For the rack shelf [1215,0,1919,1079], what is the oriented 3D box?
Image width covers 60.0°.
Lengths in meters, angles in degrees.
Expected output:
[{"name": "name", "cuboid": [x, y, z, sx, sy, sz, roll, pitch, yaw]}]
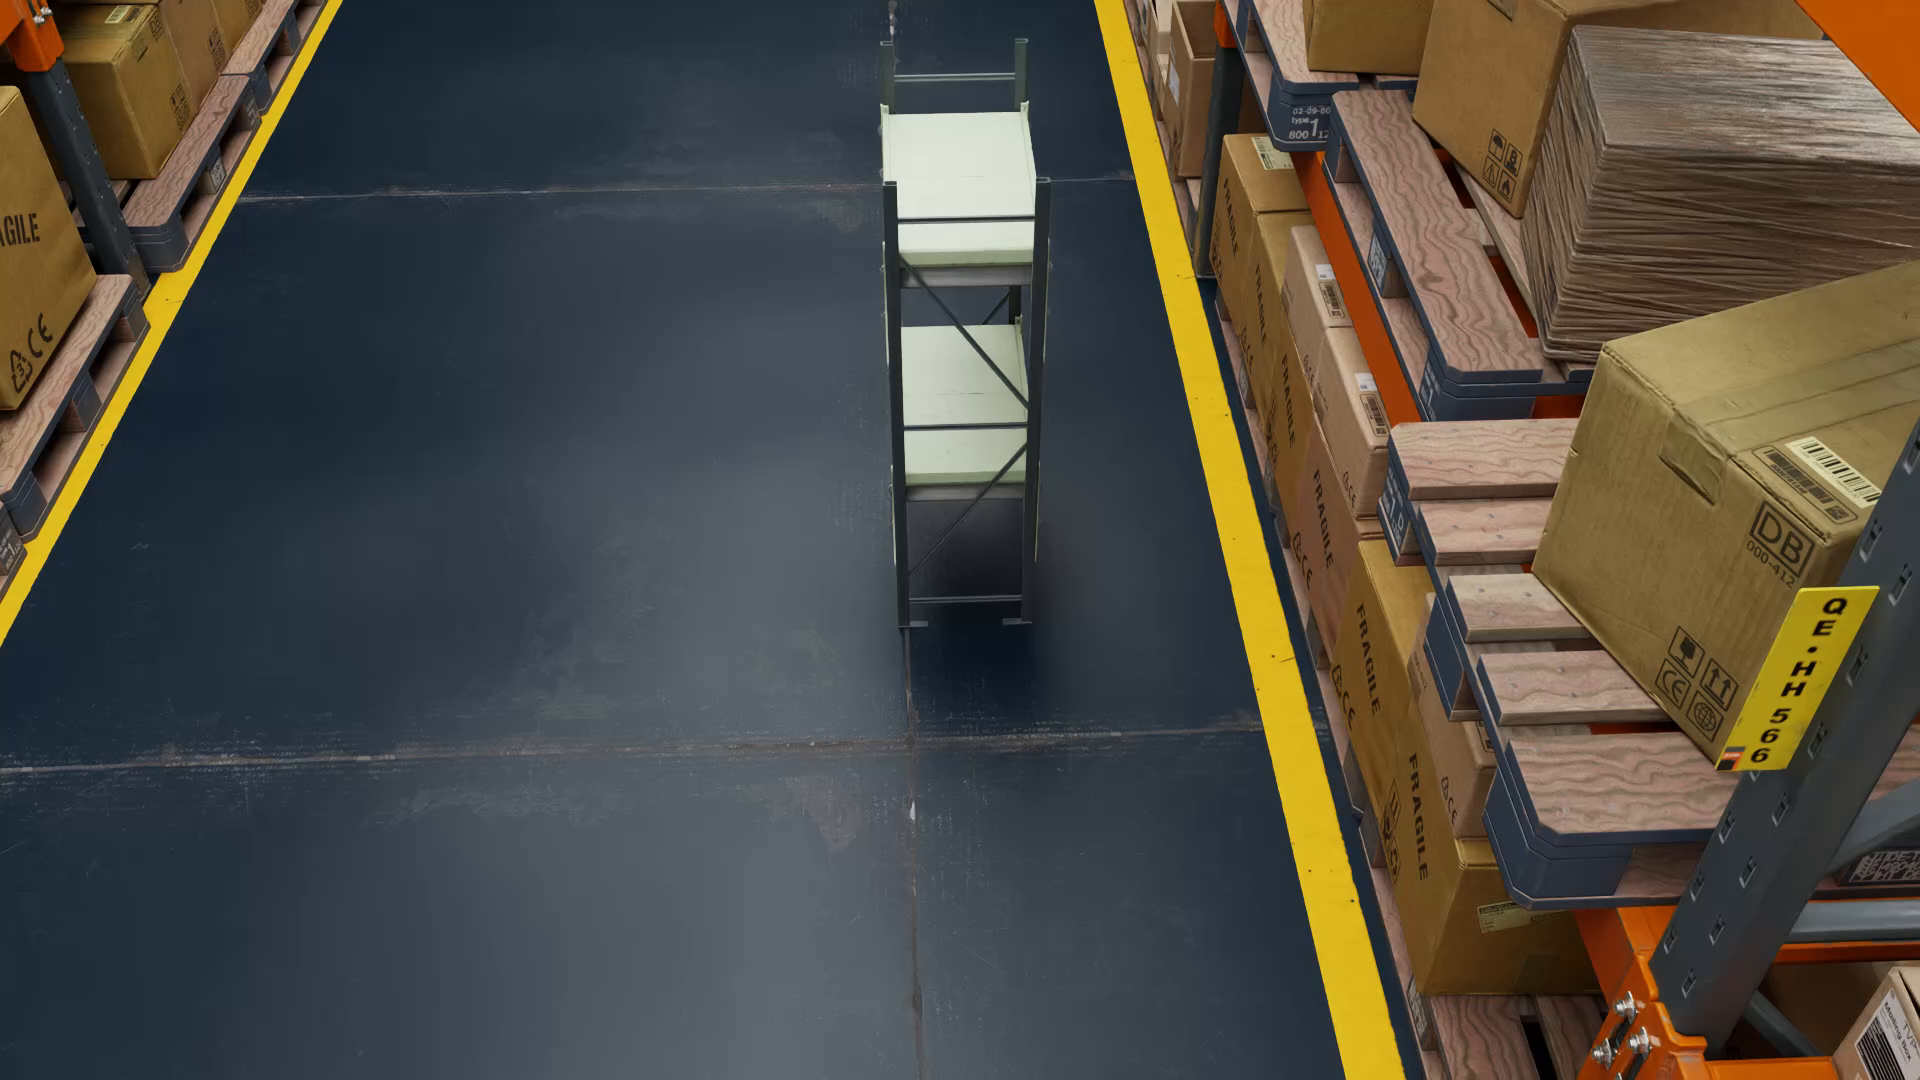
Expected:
[{"name": "rack shelf", "cuboid": [1.481, -0.533, 4.144, 1.077, 0.370, 4.000, -2, 43, -2]}]

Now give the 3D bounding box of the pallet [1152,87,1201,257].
[{"name": "pallet", "cuboid": [1.368, -1.584, 6.822, 1.003, 0.211, 1.213, -2, 43, -2]}]

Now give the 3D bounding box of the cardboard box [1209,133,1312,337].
[{"name": "cardboard box", "cuboid": [1.174, -1.056, 5.706, 0.500, 0.500, 0.500, -3, 43, -4]}]

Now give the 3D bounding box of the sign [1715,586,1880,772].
[{"name": "sign", "cuboid": [1.025, 0.176, 2.040, 0.100, 0.325, 0.005, -2, 43, -2]}]

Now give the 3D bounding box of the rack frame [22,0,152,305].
[{"name": "rack frame", "cuboid": [-3.553, -2.004, 5.216, 1.000, 3.000, 0.127, -2, 43, -2]}]

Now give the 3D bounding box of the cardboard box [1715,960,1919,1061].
[{"name": "cardboard box", "cuboid": [1.833, 0.996, 3.468, 0.500, 0.500, 0.500, 0, 43, 0]}]

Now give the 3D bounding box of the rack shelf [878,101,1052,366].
[{"name": "rack shelf", "cuboid": [0.000, -0.836, 4.475, 0.431, 0.370, 0.720, -2, 43, -2]}]

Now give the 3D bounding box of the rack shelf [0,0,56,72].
[{"name": "rack shelf", "cuboid": [-3.468, -0.389, 3.986, 1.077, 0.370, 4.000, -2, 43, -2]}]

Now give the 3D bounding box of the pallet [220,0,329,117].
[{"name": "pallet", "cuboid": [-3.562, -2.317, 7.622, 1.003, 0.211, 1.213, -2, 43, -2]}]

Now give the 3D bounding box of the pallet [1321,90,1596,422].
[{"name": "pallet", "cuboid": [1.479, -0.690, 3.925, 1.003, 0.211, 1.213, -2, 43, -2]}]

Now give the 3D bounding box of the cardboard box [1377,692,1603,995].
[{"name": "cardboard box", "cuboid": [1.292, 0.686, 3.806, 0.500, 0.500, 0.500, 0, 43, 0]}]

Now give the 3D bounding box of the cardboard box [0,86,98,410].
[{"name": "cardboard box", "cuboid": [-3.395, -0.931, 5.326, 0.750, 0.750, 0.750, -1, 43, -1]}]

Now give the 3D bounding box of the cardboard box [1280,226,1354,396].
[{"name": "cardboard box", "cuboid": [1.216, -0.657, 4.716, 0.500, 0.250, 0.500, -2, 43, -2]}]

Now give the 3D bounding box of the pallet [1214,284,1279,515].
[{"name": "pallet", "cuboid": [1.469, -0.573, 5.719, 1.003, 0.211, 1.213, -2, 43, -2]}]

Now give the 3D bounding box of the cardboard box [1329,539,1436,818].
[{"name": "cardboard box", "cuboid": [1.270, 0.337, 4.187, 0.500, 0.500, 0.500, -3, 43, -3]}]

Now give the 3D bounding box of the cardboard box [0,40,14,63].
[{"name": "cardboard box", "cuboid": [-3.674, -1.881, 6.141, 0.380, 0.149, 0.250, -2, 43, -2]}]

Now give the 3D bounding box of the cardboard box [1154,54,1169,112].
[{"name": "cardboard box", "cuboid": [1.013, -1.888, 6.874, 0.380, 0.149, 0.250, -2, 43, -2]}]

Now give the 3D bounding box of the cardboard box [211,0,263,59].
[{"name": "cardboard box", "cuboid": [-3.520, -2.431, 7.221, 0.700, 0.500, 0.500, -1, 43, -1]}]

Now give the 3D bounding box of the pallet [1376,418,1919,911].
[{"name": "pallet", "cuboid": [1.467, 0.167, 2.990, 1.213, 0.211, 1.003, -2, 43, -2]}]

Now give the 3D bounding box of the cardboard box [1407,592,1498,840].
[{"name": "cardboard box", "cuboid": [1.285, 0.372, 3.594, 0.500, 0.250, 0.500, 0, 43, 0]}]

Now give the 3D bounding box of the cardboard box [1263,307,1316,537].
[{"name": "cardboard box", "cuboid": [1.221, -0.358, 4.945, 0.500, 0.500, 0.500, -1, 43, -1]}]

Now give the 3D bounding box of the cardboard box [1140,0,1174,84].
[{"name": "cardboard box", "cuboid": [1.057, -2.202, 7.097, 0.500, 0.311, 0.500, -2, 43, -2]}]

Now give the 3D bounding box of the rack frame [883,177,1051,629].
[{"name": "rack frame", "cuboid": [0.016, -0.301, 4.469, 0.400, 1.500, 0.023, -2, 43, -2]}]

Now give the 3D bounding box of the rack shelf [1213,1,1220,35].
[{"name": "rack shelf", "cuboid": [1.312, -3.234, 7.090, 1.077, 0.370, 4.000, -2, 43, -2]}]

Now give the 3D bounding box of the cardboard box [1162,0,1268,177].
[{"name": "cardboard box", "cuboid": [1.089, -1.766, 6.481, 0.500, 0.500, 0.500, -2, 43, -2]}]

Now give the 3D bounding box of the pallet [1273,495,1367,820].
[{"name": "pallet", "cuboid": [1.524, 0.253, 4.818, 1.003, 0.211, 1.213, -2, 43, -2]}]

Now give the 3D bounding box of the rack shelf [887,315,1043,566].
[{"name": "rack shelf", "cuboid": [0.000, -0.308, 4.959, 0.431, 0.370, 0.720, -2, 43, -2]}]

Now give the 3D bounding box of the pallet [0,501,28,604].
[{"name": "pallet", "cuboid": [-3.390, 0.368, 4.692, 1.003, 0.211, 1.213, -2, 43, -2]}]

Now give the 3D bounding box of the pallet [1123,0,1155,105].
[{"name": "pallet", "cuboid": [1.313, -2.410, 7.723, 1.003, 0.211, 1.213, -2, 43, -2]}]

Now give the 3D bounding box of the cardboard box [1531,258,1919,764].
[{"name": "cardboard box", "cuboid": [1.427, -0.062, 2.713, 0.700, 0.500, 0.500, -15, 45, -16]}]

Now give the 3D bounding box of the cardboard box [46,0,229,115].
[{"name": "cardboard box", "cuboid": [-3.500, -2.084, 6.843, 0.700, 0.500, 0.500, -2, 43, -2]}]

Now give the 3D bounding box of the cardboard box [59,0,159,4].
[{"name": "cardboard box", "cuboid": [-3.314, -2.221, 6.512, 0.380, 0.149, 0.250, 0, 43, 0]}]

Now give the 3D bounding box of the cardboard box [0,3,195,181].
[{"name": "cardboard box", "cuboid": [-3.482, -1.745, 6.473, 0.700, 0.500, 0.500, -1, 43, -1]}]

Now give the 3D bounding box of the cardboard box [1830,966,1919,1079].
[{"name": "cardboard box", "cuboid": [1.538, 0.831, 2.189, 0.500, 0.311, 0.500, 1, 43, 1]}]

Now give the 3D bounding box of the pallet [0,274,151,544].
[{"name": "pallet", "cuboid": [-3.445, -0.457, 5.593, 1.003, 0.211, 1.213, -2, 43, -2]}]

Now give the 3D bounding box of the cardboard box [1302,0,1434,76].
[{"name": "cardboard box", "cuboid": [1.286, -1.552, 4.338, 0.700, 0.500, 0.500, 5, 43, 5]}]

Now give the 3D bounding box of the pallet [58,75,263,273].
[{"name": "pallet", "cuboid": [-3.507, -1.492, 6.721, 1.003, 0.211, 1.213, -2, 43, -2]}]

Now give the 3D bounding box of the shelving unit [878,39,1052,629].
[{"name": "shelving unit", "cuboid": [0.000, -0.548, 4.738, 0.431, 1.500, 0.755, -2, 43, -2]}]

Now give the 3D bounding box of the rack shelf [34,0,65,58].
[{"name": "rack shelf", "cuboid": [-3.638, -3.089, 6.932, 1.077, 0.370, 4.000, -2, 43, -2]}]

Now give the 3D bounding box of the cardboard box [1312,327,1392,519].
[{"name": "cardboard box", "cuboid": [1.238, -0.318, 4.347, 0.500, 0.250, 0.500, -2, 43, -3]}]

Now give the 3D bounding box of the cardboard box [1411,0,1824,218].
[{"name": "cardboard box", "cuboid": [1.533, -1.149, 3.899, 0.700, 0.500, 0.500, -12, 44, -13]}]

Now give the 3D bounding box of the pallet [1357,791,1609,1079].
[{"name": "pallet", "cuboid": [1.572, 1.075, 3.921, 1.003, 0.211, 1.213, -2, 43, -2]}]

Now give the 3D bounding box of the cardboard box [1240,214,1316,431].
[{"name": "cardboard box", "cuboid": [1.207, -0.696, 5.314, 0.500, 0.500, 0.500, -1, 43, -1]}]

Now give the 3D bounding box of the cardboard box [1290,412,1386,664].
[{"name": "cardboard box", "cuboid": [1.242, -0.017, 4.573, 0.500, 0.500, 0.500, -3, 43, -3]}]

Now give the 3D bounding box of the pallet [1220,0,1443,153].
[{"name": "pallet", "cuboid": [1.321, -1.535, 4.847, 1.003, 0.211, 1.213, -2, 43, -2]}]

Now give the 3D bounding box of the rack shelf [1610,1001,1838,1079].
[{"name": "rack shelf", "cuboid": [1.651, 2.167, 1.198, 1.077, 0.370, 4.000, -2, 43, -2]}]

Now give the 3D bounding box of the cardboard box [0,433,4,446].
[{"name": "cardboard box", "cuboid": [-3.354, -0.331, 4.672, 0.750, 0.750, 0.750, 0, 43, 0]}]

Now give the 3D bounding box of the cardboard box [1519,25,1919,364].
[{"name": "cardboard box", "cuboid": [1.579, -0.685, 3.392, 0.700, 0.500, 0.500, 6, 43, 6]}]

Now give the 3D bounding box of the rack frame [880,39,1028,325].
[{"name": "rack frame", "cuboid": [-0.015, -0.795, 5.008, 0.400, 1.500, 0.023, -2, 43, -2]}]

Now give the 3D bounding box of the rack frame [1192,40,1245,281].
[{"name": "rack frame", "cuboid": [1.396, -2.149, 5.374, 1.000, 3.000, 0.127, -2, 43, -2]}]

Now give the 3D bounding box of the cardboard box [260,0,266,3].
[{"name": "cardboard box", "cuboid": [-3.549, -2.791, 7.614, 0.700, 0.500, 0.500, -3, 43, -3]}]
